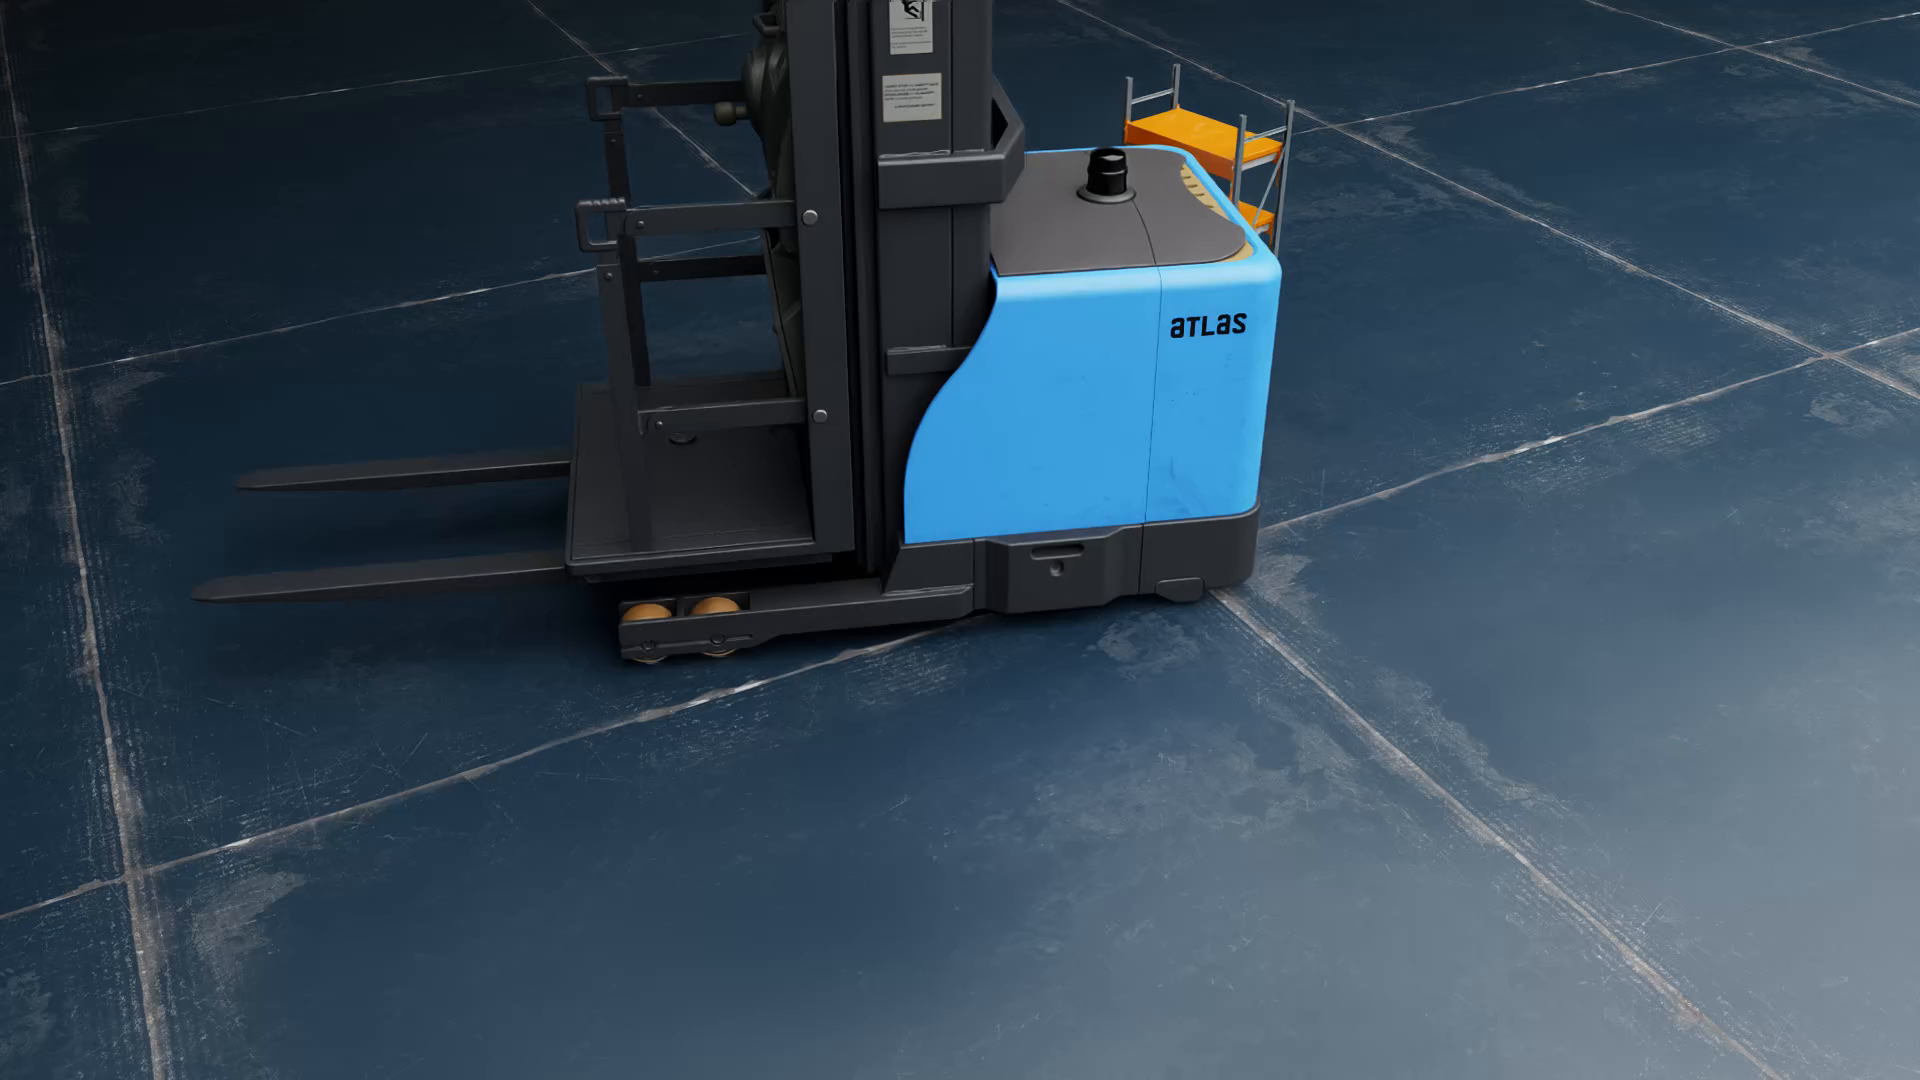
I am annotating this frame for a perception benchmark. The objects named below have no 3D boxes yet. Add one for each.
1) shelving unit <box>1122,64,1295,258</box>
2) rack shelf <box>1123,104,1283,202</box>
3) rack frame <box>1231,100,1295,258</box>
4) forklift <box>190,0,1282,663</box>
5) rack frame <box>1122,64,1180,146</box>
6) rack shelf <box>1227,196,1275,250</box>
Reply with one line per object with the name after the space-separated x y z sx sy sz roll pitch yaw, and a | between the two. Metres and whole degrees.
0.784 -0.918 5.570 0.258 1.200 0.503 -24 40 -33 | shelving unit
0.784 -1.249 5.358 0.258 0.148 0.480 -24 40 -33 | rack shelf
0.940 -0.817 5.412 0.240 1.200 0.015 -24 40 -33 | rack frame
-0.684 -1.194 4.396 3.031 2.935 1.130 -5 33 -8 | forklift
0.627 -1.019 5.728 0.240 1.200 0.015 -24 40 -33 | rack frame
0.784 -1.049 5.486 0.258 0.148 0.480 -24 40 -33 | rack shelf
